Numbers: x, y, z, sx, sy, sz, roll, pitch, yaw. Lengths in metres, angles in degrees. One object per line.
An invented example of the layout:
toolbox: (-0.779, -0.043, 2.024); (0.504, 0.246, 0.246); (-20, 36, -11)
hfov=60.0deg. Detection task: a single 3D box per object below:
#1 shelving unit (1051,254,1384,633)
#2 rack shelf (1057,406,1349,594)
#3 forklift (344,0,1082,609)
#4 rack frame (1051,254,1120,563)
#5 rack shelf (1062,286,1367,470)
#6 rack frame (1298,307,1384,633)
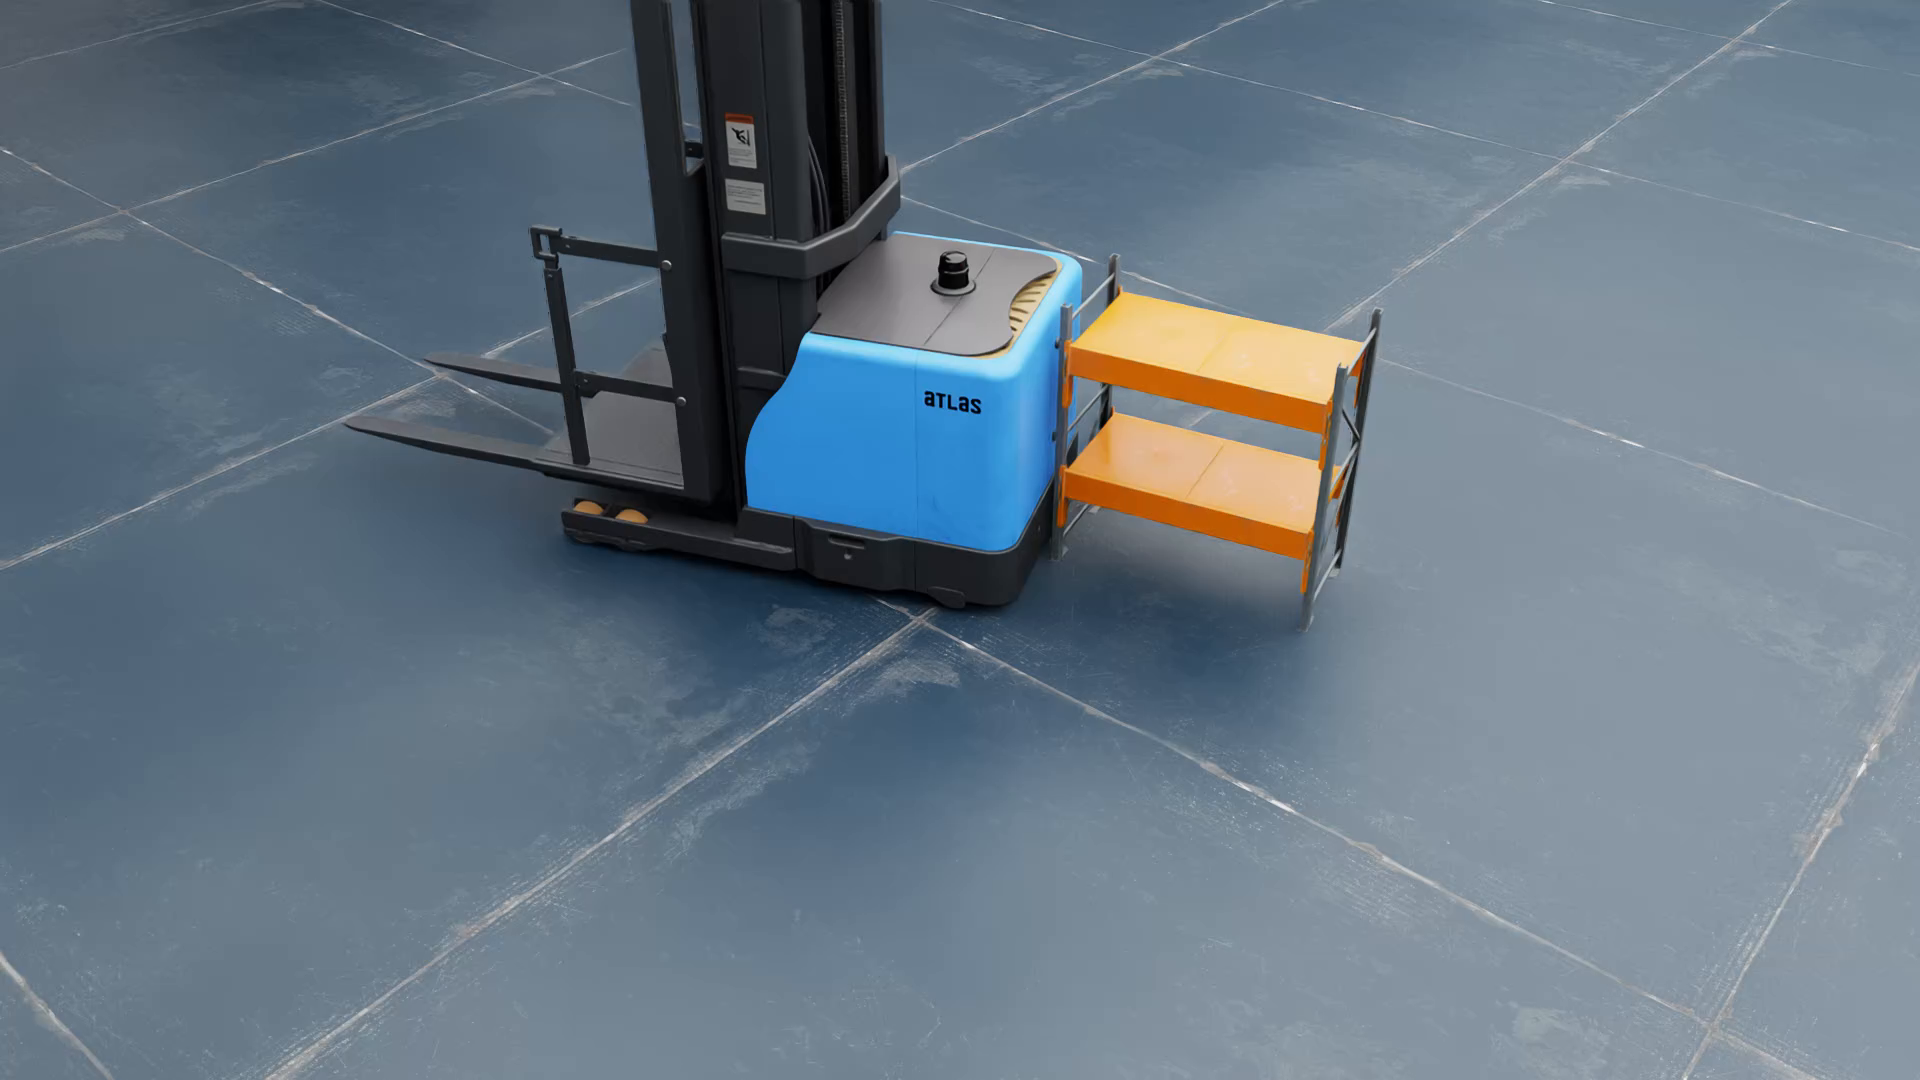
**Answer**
shelving unit: (0.942, -0.373, 6.299); (1.048, 1.125, 0.538); (16, 38, 22)
rack shelf: (0.942, -0.171, 6.438); (1.000, 0.278, 0.538); (16, 38, 22)
forklift: (-1.085, -1.434, 6.248); (3.031, 2.935, 1.130); (10, 36, 15)
rack frame: (0.488, -0.501, 6.487); (0.032, 1.125, 0.500); (16, 38, 22)
rack shelf: (0.942, -0.614, 6.134); (1.000, 0.278, 0.538); (16, 38, 22)
rack frame: (1.397, -0.244, 6.112); (0.032, 1.125, 0.500); (16, 38, 22)
